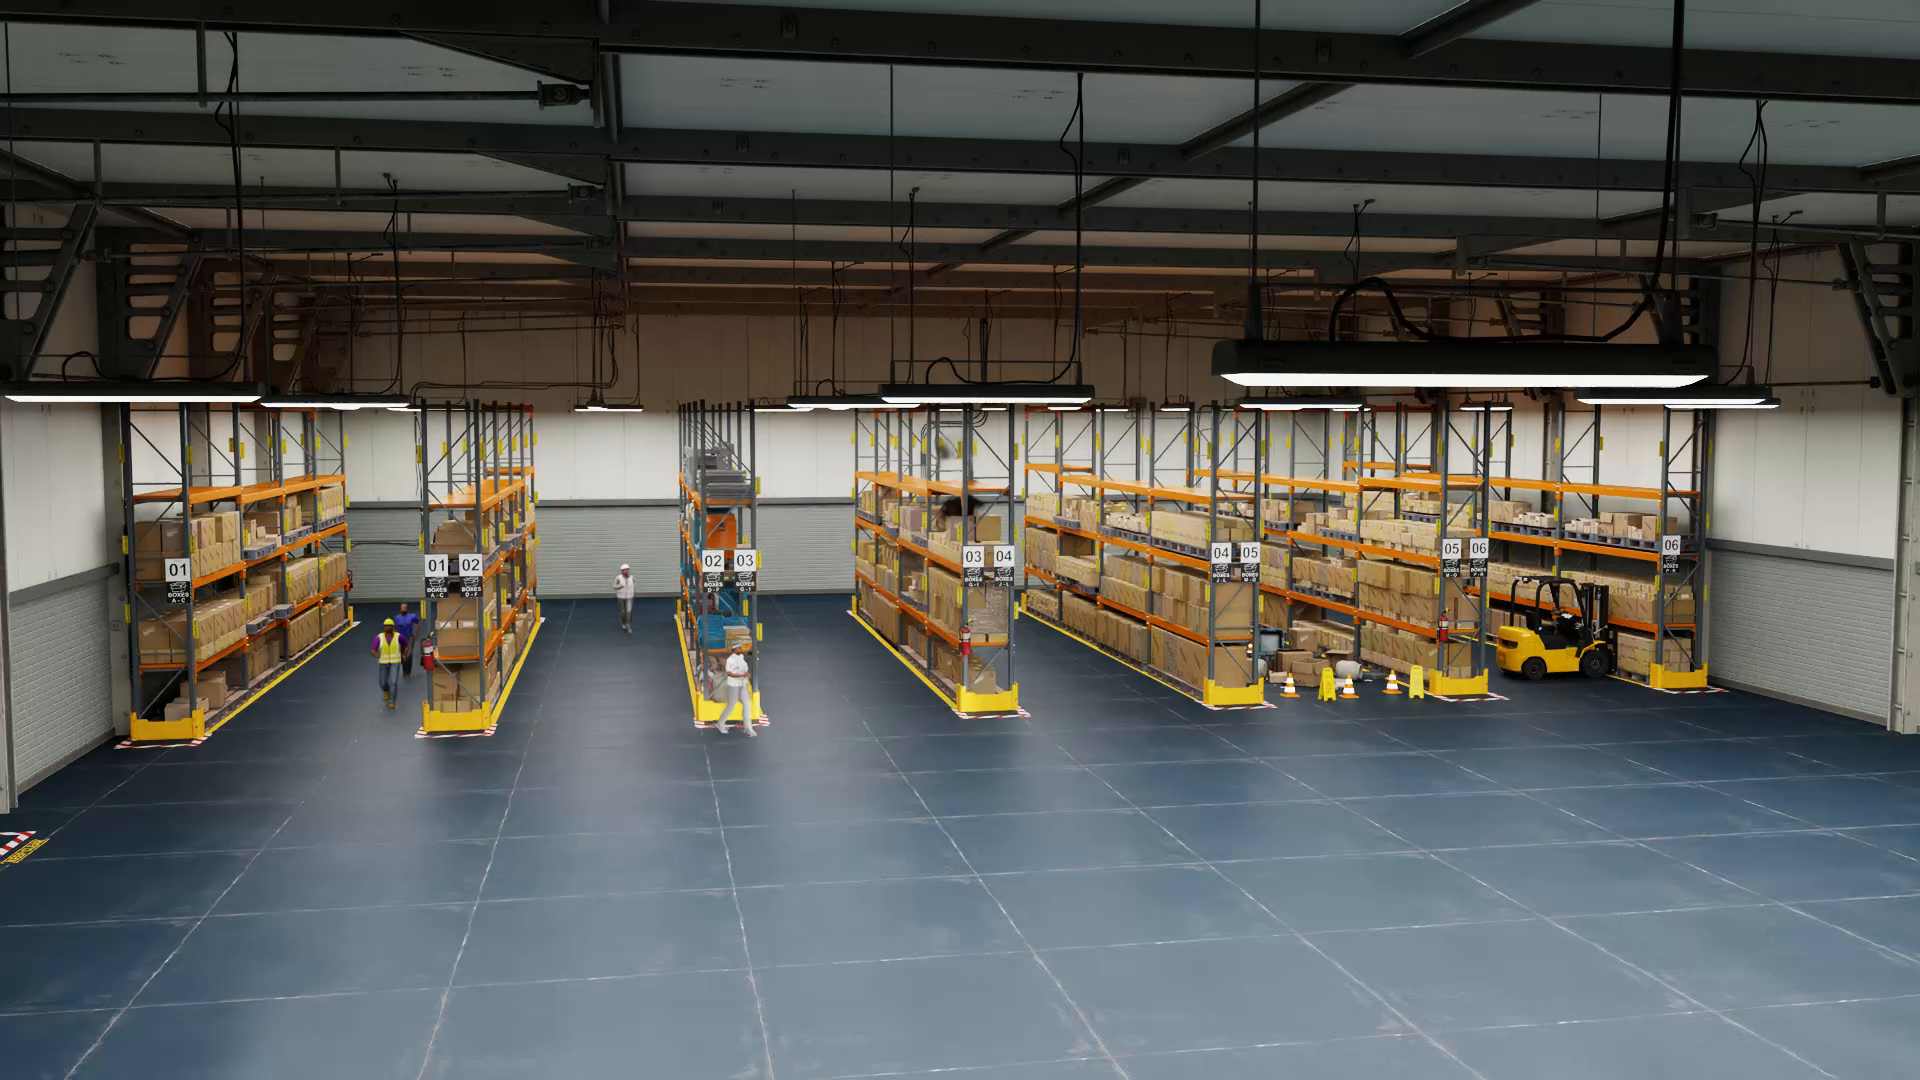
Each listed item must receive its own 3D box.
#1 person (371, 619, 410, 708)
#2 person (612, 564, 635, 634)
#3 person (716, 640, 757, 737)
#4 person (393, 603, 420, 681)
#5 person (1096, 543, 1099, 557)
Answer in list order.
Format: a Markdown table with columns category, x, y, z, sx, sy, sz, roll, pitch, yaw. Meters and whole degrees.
| category | x | y | z | sx | sy | sz | roll | pitch | yaw |
| --- | --- | --- | --- | --- | --- | --- | --- | --- | --- |
| person | -11.145 | 2.407 | 32.530 | 0.714 | 1.733 | 0.791 | -1 | 4 | -14 |
| person | -8.836 | 1.543 | 43.764 | 0.631 | 1.829 | 0.820 | -1 | 5 | -18 |
| person | -3.976 | 2.623 | 29.620 | 0.824 | 1.712 | 0.582 | 3 | 5 | 30 |
| person | -11.991 | 2.200 | 35.990 | 0.524 | 1.703 | 0.767 | 0 | 4 | -4 |
| person | 4.117 | 0.966 | 51.215 | 0.649 | 1.747 | 0.642 | -3 | 5 | -37 |
